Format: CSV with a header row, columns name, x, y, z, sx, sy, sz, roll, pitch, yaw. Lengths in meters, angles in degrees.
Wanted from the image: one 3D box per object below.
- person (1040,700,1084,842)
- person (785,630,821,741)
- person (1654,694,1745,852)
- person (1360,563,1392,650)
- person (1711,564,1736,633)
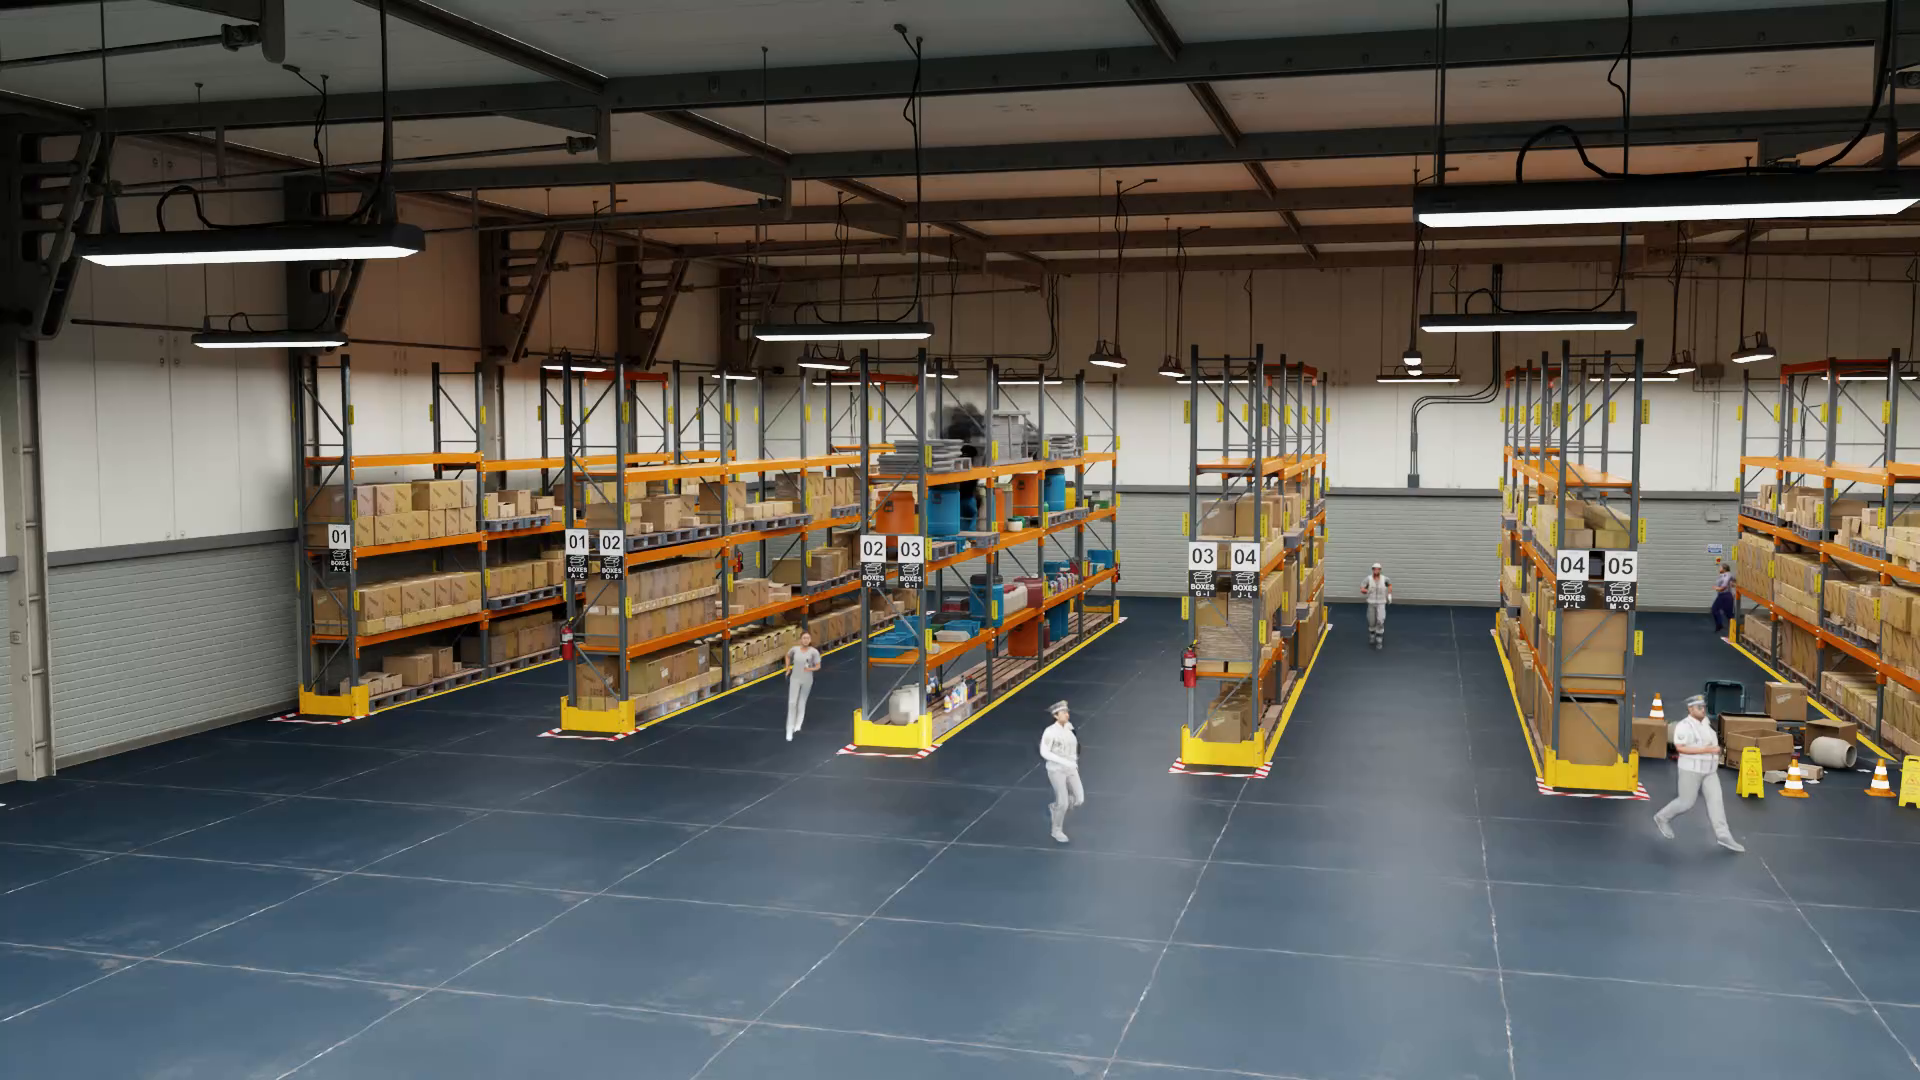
name,x,y,z,sx,sy,sz,roll,pitch,yaw
person,1.212,2.710,19.589,0.658,1.666,0.562,-4,6,-43
person,-2.449,2.247,25.955,0.562,1.704,0.801,0,4,-4
person,8.575,2.648,19.239,0.673,1.743,1.084,-2,5,-24
person,8.949,1.412,35.804,0.661,1.846,0.836,1,4,15
person,17.515,1.366,37.920,0.680,1.676,0.650,2,5,20
